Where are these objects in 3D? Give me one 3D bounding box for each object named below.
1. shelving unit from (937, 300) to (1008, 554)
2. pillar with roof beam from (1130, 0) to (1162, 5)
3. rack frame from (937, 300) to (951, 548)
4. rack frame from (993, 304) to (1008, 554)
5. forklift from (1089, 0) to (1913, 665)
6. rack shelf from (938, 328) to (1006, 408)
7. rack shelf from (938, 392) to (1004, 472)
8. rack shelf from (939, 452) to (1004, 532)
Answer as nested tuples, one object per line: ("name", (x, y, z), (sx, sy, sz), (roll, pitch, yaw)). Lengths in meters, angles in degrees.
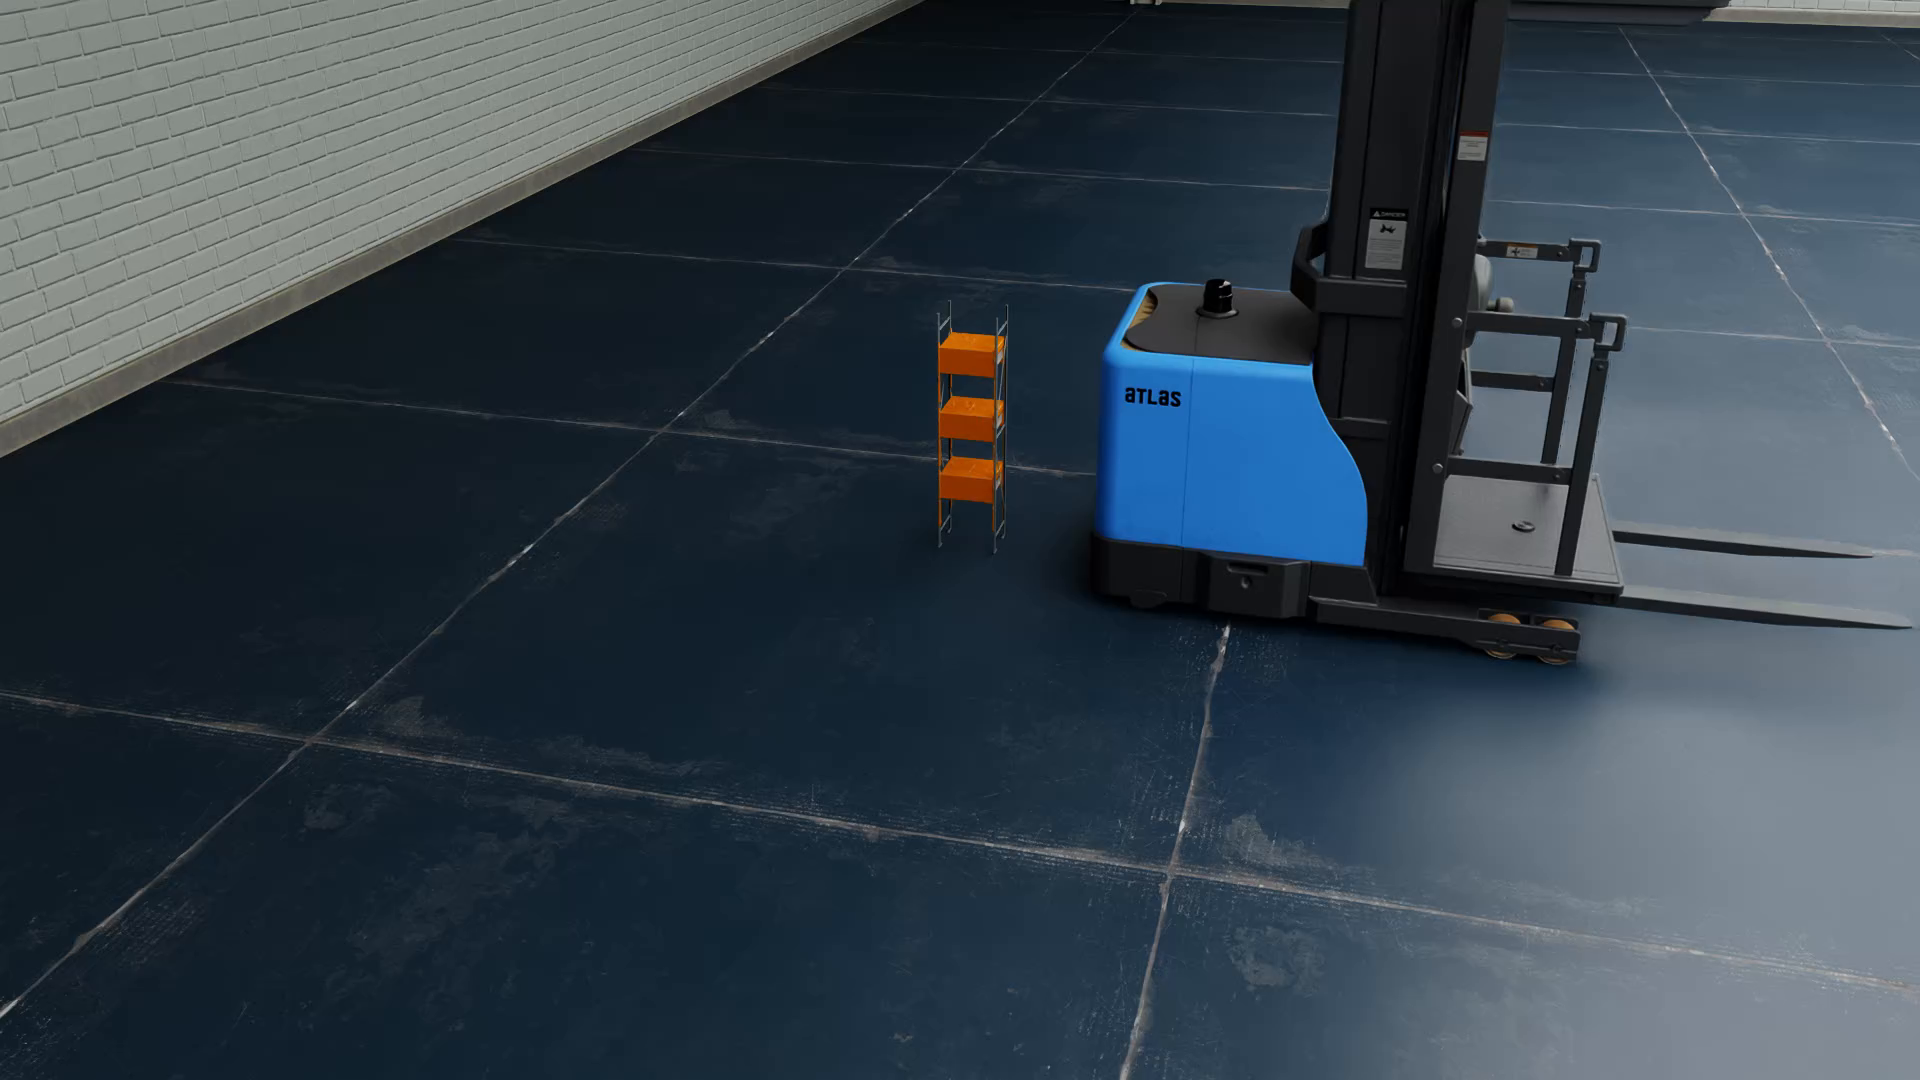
("shelving unit", (0.052, -0.468, 7.012), (0.252, 1.050, 0.215), (6, 26, 13))
("pillar with roof beam", (1.450, -9.558, 16.858), (0.400, 9.000, 9.100), (6, 26, 13))
("rack frame", (-0.066, -0.481, 7.040), (0.008, 1.050, 0.200), (6, 26, 13))
("rack frame", (0.170, -0.455, 6.985), (0.008, 1.050, 0.200), (6, 26, 13))
("forklift", (2.095, -1.106, 6.163), (3.031, 2.935, 1.130), (6, 26, 13))
("rack shelf", (0.052, -0.715, 6.895), (0.240, 0.259, 0.215), (6, 26, 13))
("rack shelf", (0.052, -0.459, 7.017), (0.240, 0.259, 0.215), (6, 26, 13))
("rack shelf", (0.052, -0.208, 7.136), (0.240, 0.259, 0.215), (6, 26, 13))
